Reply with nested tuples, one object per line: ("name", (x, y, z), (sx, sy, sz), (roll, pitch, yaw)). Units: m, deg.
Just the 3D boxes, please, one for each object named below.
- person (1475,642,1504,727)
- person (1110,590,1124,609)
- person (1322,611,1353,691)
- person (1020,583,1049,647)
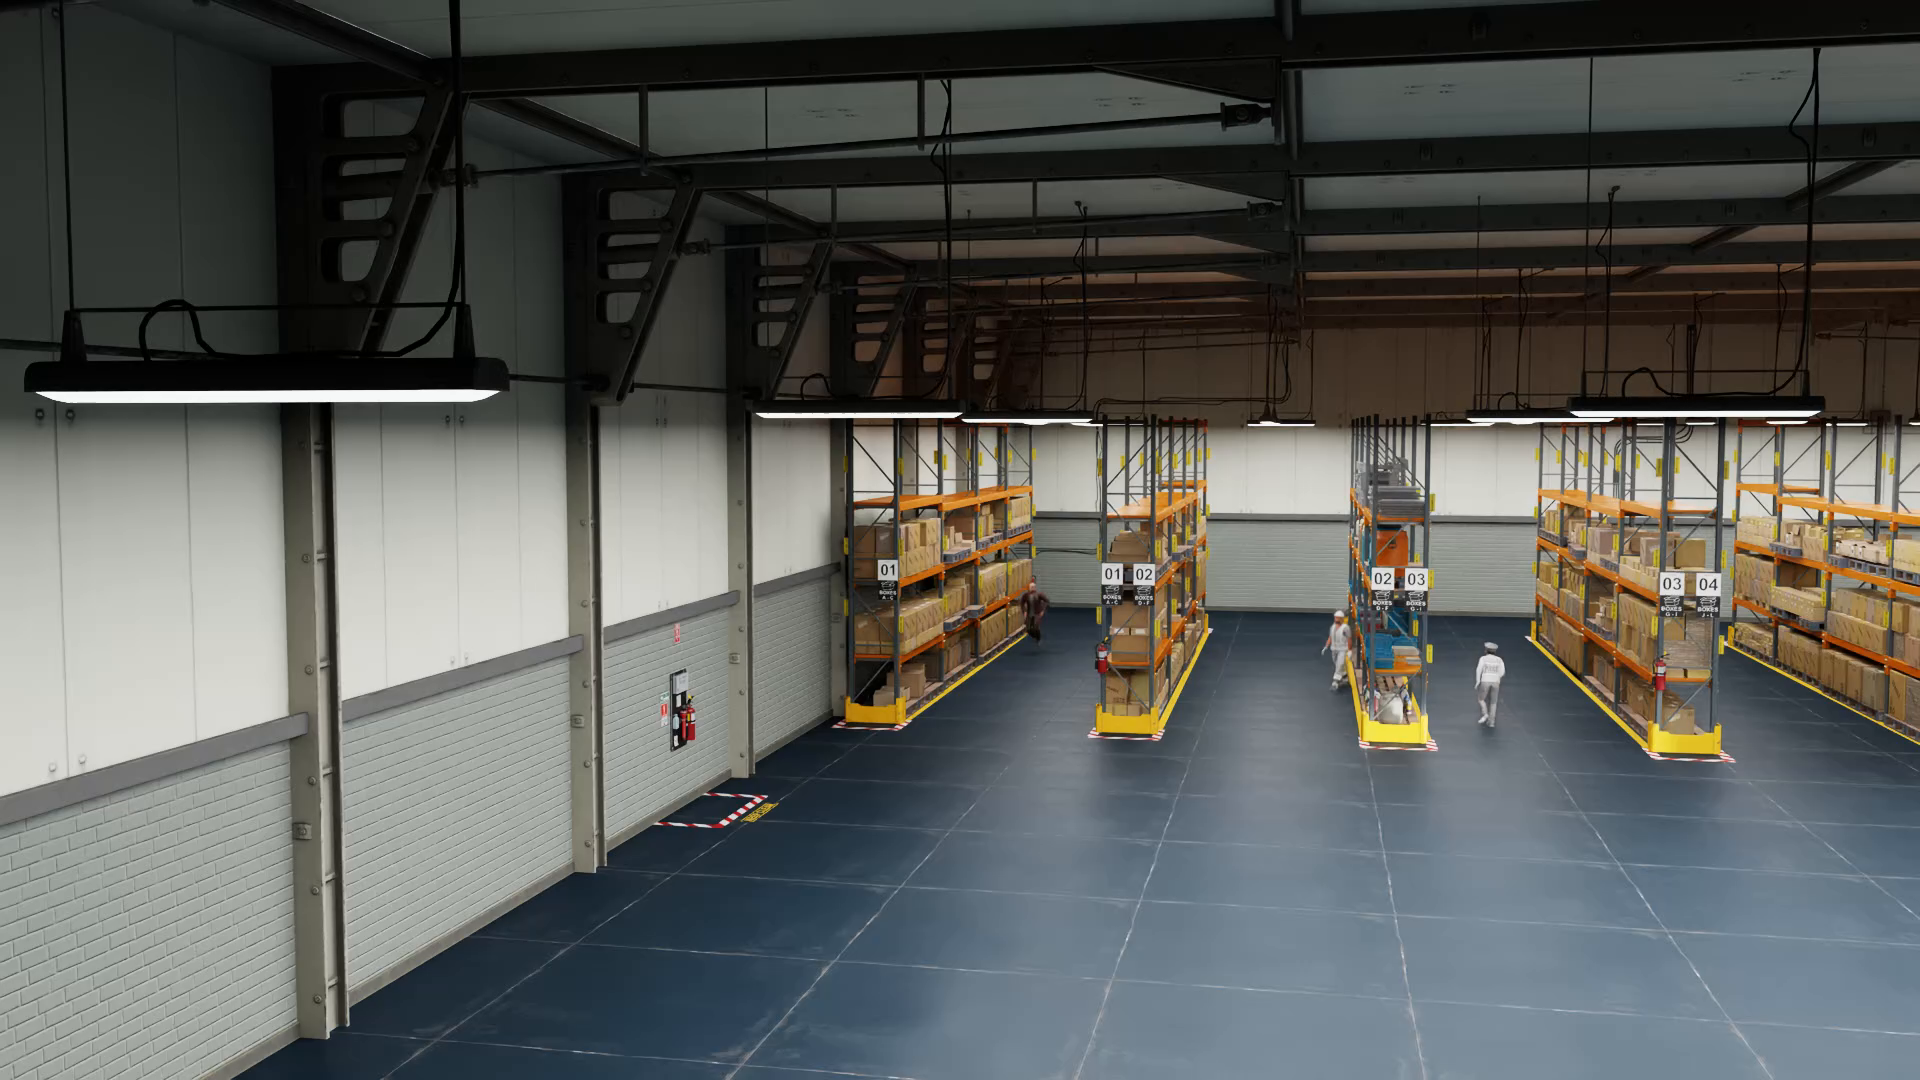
("person", (10.270, 2.793, 32.244), (0.545, 1.580, 0.709), (1, 4, 14))
("person", (4.379, 1.888, 45.358), (0.697, 1.634, 0.719), (1, 4, 21))
("person", (8.292, 2.412, 36.435), (0.634, 1.728, 1.136), (3, 5, 42))
("person", (1.916, 1.916, 42.551), (0.749, 1.673, 0.651), (1, 4, 20))
